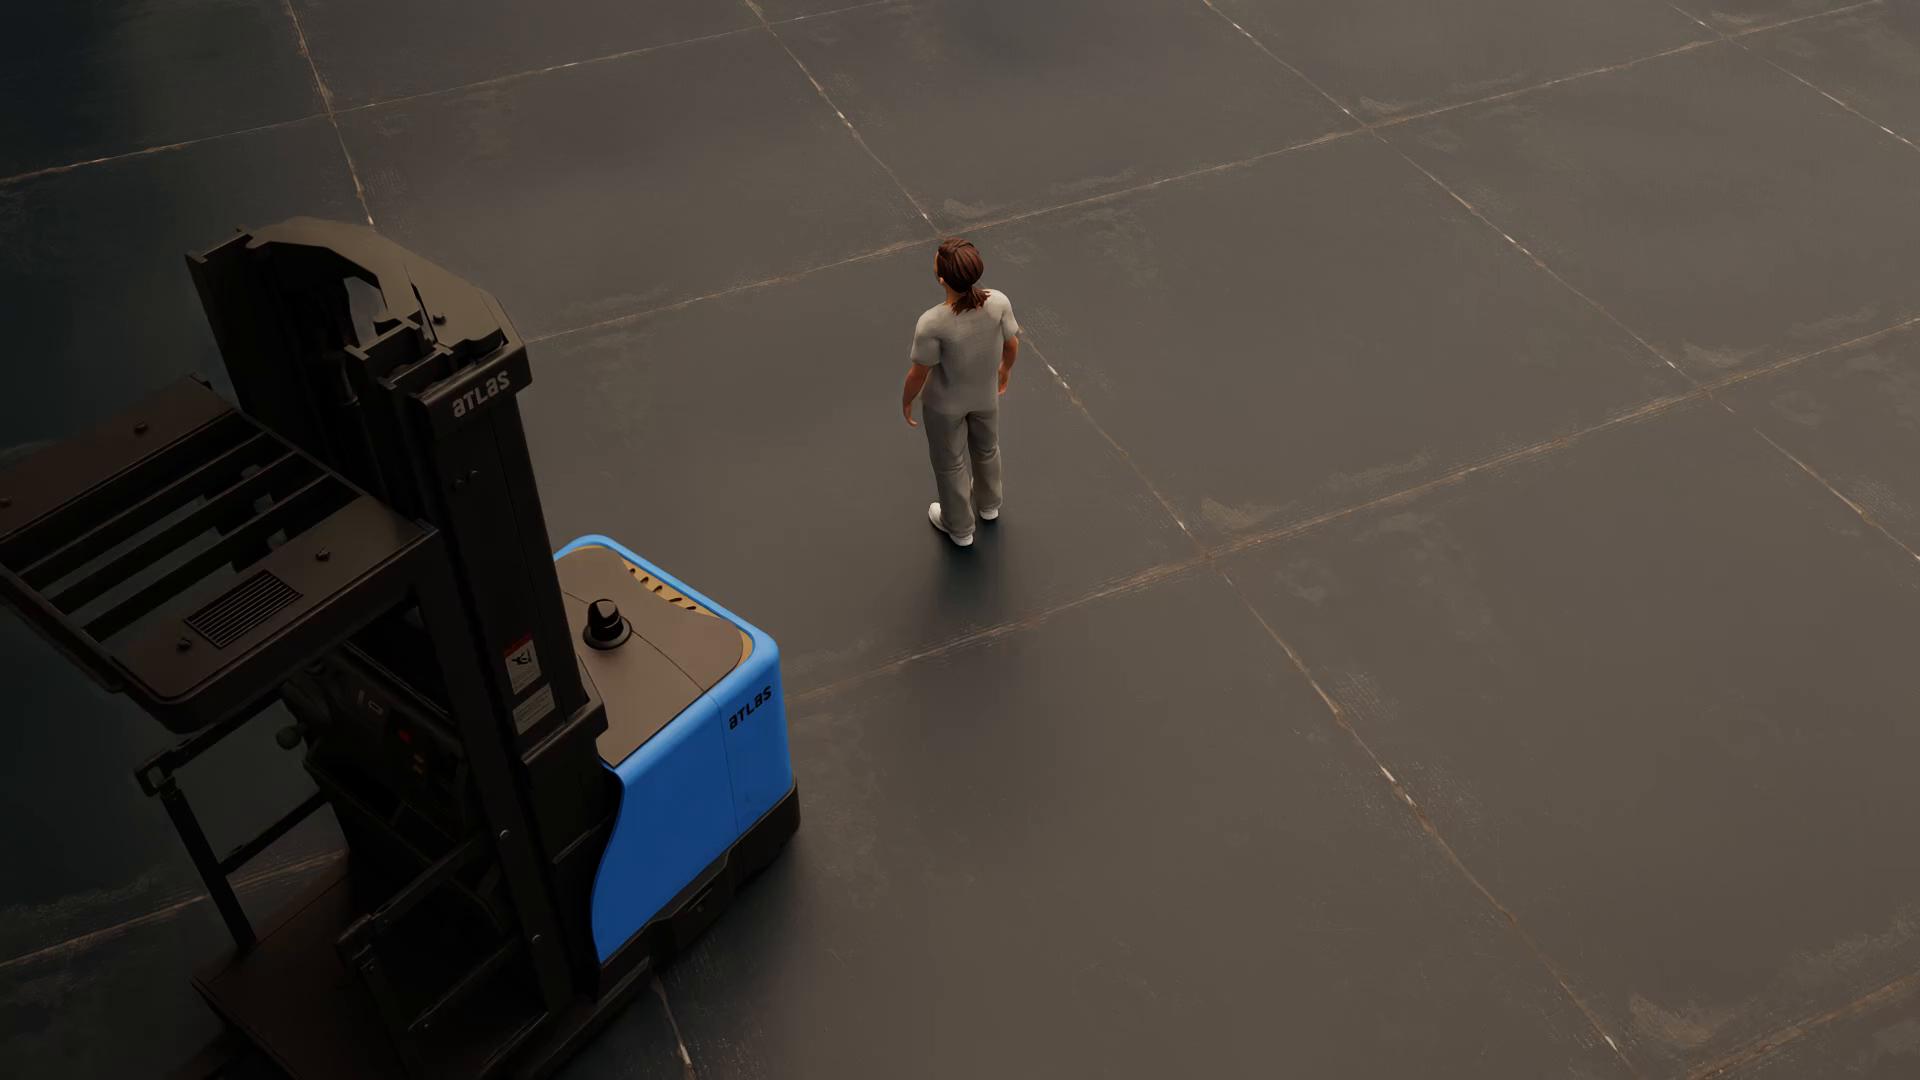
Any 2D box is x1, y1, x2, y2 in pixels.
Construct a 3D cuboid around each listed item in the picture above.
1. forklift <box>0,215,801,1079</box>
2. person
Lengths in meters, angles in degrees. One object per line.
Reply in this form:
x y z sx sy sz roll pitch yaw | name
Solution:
-1.934 0.660 4.972 1.130 2.935 3.031 28 50 27 | forklift
-0.019 -0.668 7.305 0.550 1.673 0.548 -18 46 -18 | person
